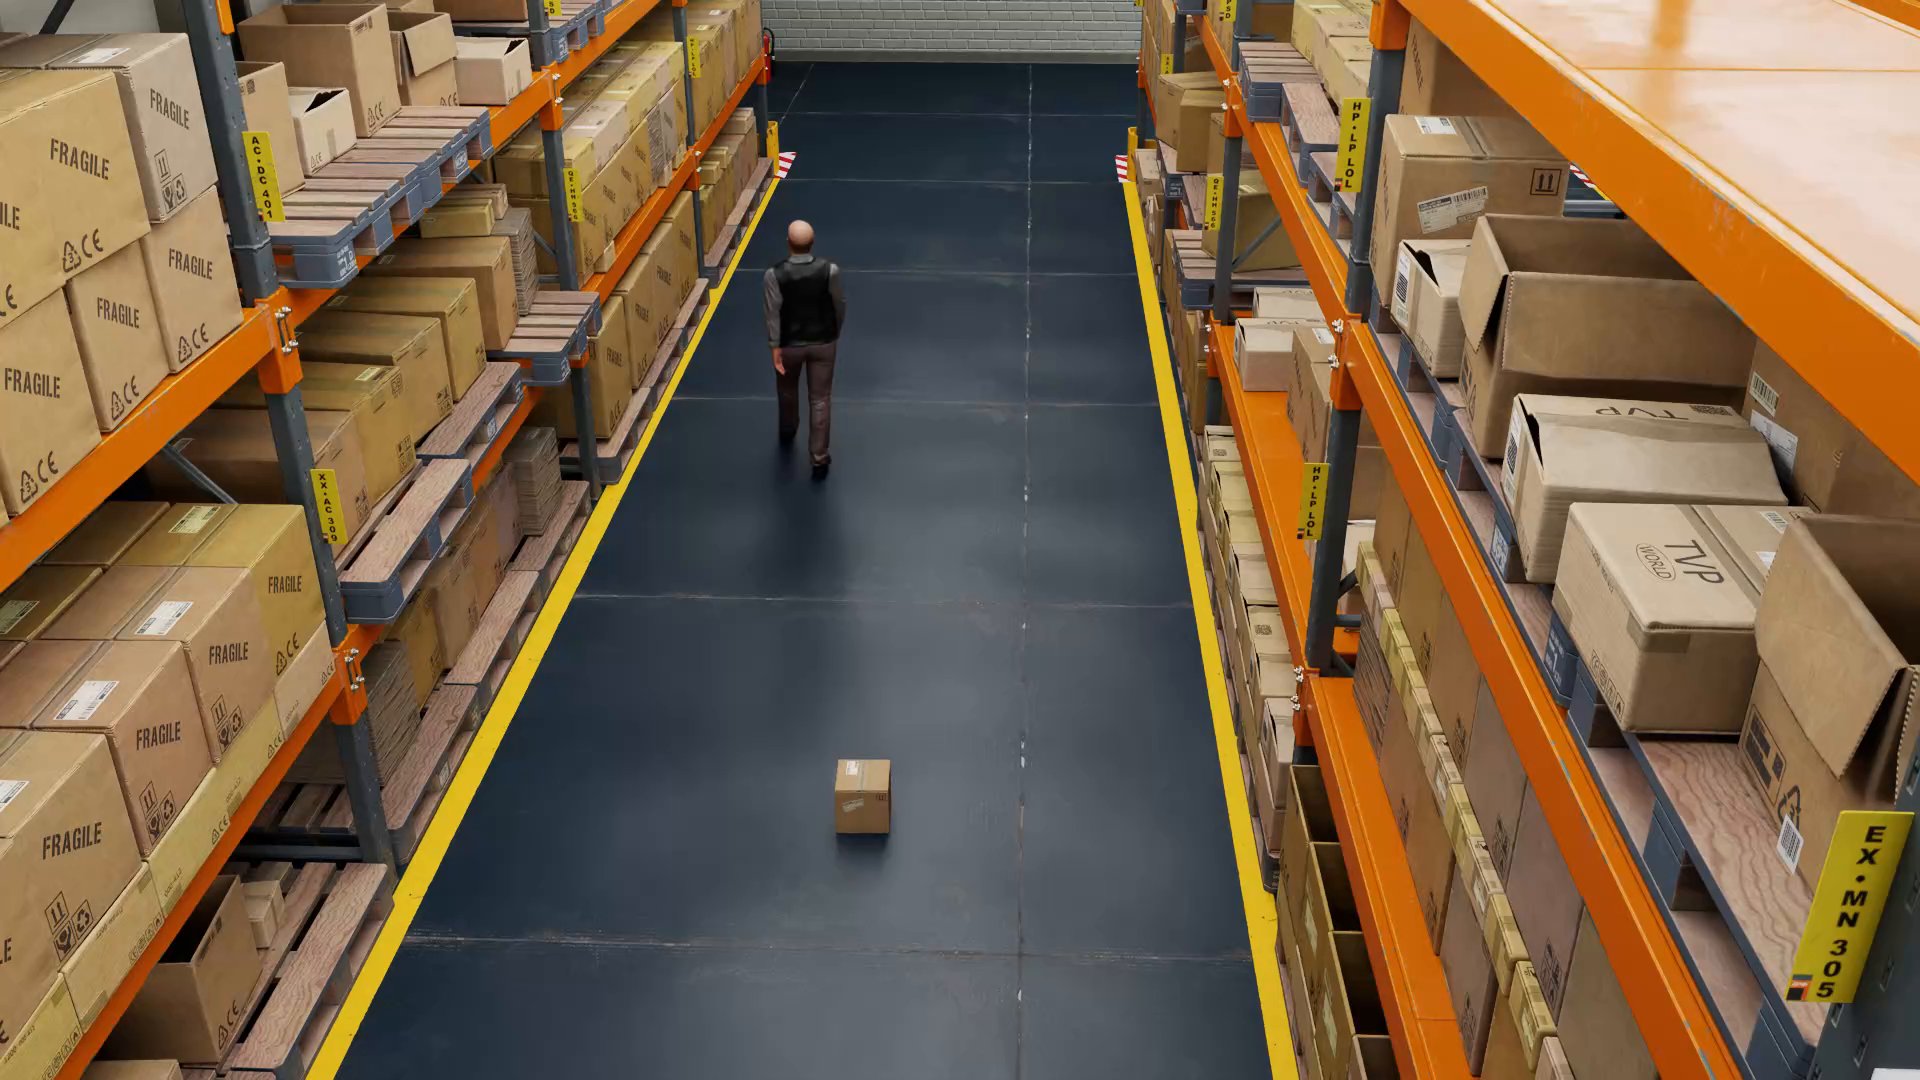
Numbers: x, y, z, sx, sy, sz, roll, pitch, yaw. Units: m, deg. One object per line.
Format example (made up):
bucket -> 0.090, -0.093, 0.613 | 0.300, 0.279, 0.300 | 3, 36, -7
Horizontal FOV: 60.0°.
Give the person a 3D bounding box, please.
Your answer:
person -> -1.044, -1.382, 11.246 | 0.551, 1.671, 0.967 | -4, 28, -7
